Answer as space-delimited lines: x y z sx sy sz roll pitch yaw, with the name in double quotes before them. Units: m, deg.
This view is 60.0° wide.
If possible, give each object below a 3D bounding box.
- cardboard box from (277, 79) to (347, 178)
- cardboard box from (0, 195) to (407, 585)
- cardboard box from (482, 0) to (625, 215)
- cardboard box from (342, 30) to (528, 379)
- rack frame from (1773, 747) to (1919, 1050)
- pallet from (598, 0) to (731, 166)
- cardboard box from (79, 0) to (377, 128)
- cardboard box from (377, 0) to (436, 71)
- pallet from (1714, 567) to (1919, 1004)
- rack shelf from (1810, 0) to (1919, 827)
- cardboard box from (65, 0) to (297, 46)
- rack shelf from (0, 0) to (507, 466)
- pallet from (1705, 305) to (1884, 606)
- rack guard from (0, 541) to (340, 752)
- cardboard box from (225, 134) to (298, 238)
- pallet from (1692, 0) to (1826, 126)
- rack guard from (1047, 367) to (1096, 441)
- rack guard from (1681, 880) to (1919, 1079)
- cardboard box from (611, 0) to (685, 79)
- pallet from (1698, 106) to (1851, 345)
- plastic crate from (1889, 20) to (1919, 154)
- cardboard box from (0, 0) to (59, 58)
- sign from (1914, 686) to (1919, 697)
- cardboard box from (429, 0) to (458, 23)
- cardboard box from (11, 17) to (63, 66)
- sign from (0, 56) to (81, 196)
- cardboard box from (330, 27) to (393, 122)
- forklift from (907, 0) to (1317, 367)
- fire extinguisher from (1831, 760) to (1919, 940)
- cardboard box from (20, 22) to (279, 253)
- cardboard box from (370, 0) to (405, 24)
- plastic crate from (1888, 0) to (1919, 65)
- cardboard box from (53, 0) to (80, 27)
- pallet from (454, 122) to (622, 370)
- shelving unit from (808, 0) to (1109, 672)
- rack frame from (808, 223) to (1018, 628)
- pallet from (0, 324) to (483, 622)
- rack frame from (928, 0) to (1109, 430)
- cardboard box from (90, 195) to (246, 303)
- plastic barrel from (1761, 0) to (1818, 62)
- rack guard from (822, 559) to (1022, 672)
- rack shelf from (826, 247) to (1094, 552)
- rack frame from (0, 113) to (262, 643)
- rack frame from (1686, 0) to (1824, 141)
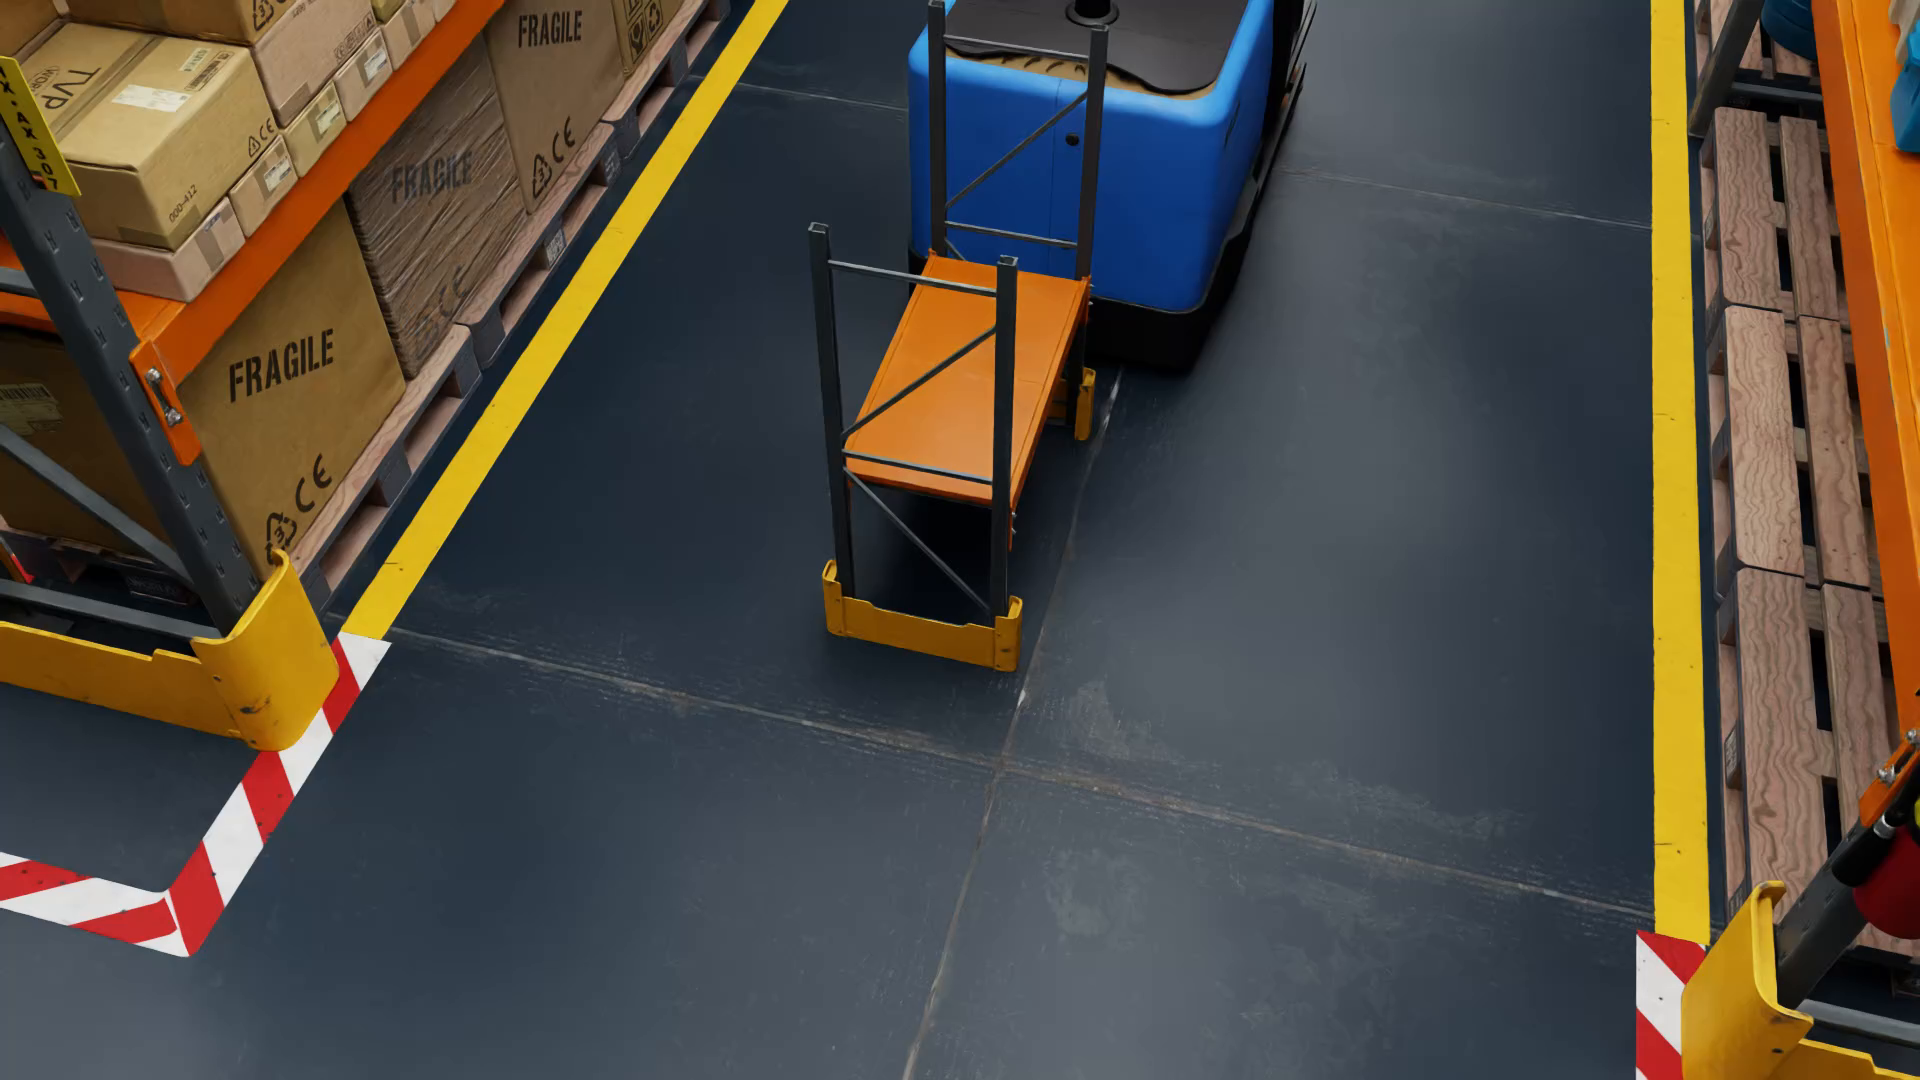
"cardboard box" -1.870 -1.116 4.402 0.380 0.149 0.250 11 49 9
"cardboard box" -2.324 -0.551 4.872 0.875 0.875 0.875 12 50 10
"cardboard box" -1.850 -1.853 6.021 0.875 0.875 0.875 12 50 10
"cardboard box" -2.084 -1.209 5.453 0.875 0.875 0.875 12 50 10
"rack frame" 2.363 0.341 2.948 1.000 3.000 0.127 12 50 10
"pallet" -1.638 -2.072 6.938 1.003 0.211 1.213 12 50 10
"cardboard box" -1.898 -1.356 4.348 0.500 0.250 0.500 11 49 10
"cardboard box" -1.735 -1.488 4.730 0.380 0.149 0.250 11 49 9
"pallet" 2.618 0.675 4.513 1.003 0.211 1.213 12 50 10
"rack shelf" 2.890 -0.867 4.495 1.077 0.370 4.000 12 50 10
"cardboard box" -1.897 -1.588 4.053 0.500 0.500 0.500 10 49 9
"rack shelf" -1.889 -1.845 5.357 1.077 0.370 4.000 12 50 10
"pallet" 2.941 -0.204 5.290 1.003 0.211 1.213 12 50 10
"rack guard" -2.421 0.209 4.733 1.175 0.500 0.348 12 50 10
"cardboard box" -1.937 -0.930 4.238 0.380 0.149 0.250 11 49 9
"pallet" 3.659 -2.179 7.032 1.003 0.211 1.213 12 50 10
"rack guard" 0.151 -0.498 5.523 0.587 0.250 0.087 12 50 10
"rack guard" 2.369 1.188 3.868 1.175 0.500 0.348 12 50 10
"cardboard box" -1.613 -2.504 6.596 0.875 0.875 0.875 12 50 10
"pallet" 3.260 -1.090 6.071 1.003 0.211 1.213 12 50 10
"plastic crate" 2.656 -1.159 4.344 0.416 0.233 0.300 12 50 10
"cardboard box" -2.540 -1.337 3.831 0.500 0.500 0.500 12 50 10
"sign" 1.828 0.191 2.972 0.100 0.325 0.005 12 50 10
"cardboard box" -1.667 -1.675 4.895 0.380 0.149 0.250 11 50 10
"cardboard box" -2.544 -1.088 4.111 0.500 0.250 0.500 11 49 9
"sign" -1.881 -0.835 3.356 0.100 0.325 0.005 12 50 10
"cardboard box" -1.803 -1.304 4.568 0.380 0.149 0.250 11 49 9
"forklift" 0.772 -2.692 5.671 1.130 2.935 3.031 14 50 12
"fire extinguisher" 1.885 0.510 3.100 0.296 0.674 0.183 12 50 10
"cardboard box" -2.028 -0.979 4.015 0.500 0.250 0.500 10 49 9
"cardboard box" -1.762 -1.719 4.668 0.500 0.250 0.500 10 49 9
"plastic crate" 2.836 -1.464 4.581 0.437 0.282 0.530 12 50 10
"cardboard box" -2.409 -1.454 4.435 0.500 0.250 0.500 11 49 9
"pallet" -1.957 -1.187 6.157 1.003 0.211 1.213 12 50 10
"shelving unit" 0.020 -0.551 4.736 0.587 1.500 1.083 12 50 10
"rack frame" -0.111 -0.190 4.418 0.500 1.500 0.032 12 50 10
"pallet" -2.280 -0.307 5.380 1.003 0.211 1.213 12 50 10
"rack frame" 0.156 -0.926 5.067 0.500 1.500 0.032 12 50 10
"cardboard box" -2.003 -0.745 4.074 0.380 0.149 0.250 12 50 10
"plastic barrel" 3.576 -2.387 6.475 0.600 0.901 0.708 12 50 10
"rack guard" -0.111 0.222 4.887 0.587 0.250 0.087 12 50 10
"rack shelf" 0.022 -0.439 4.877 0.538 0.185 1.000 12 50 10
"rack frame" -2.415 -0.636 3.811 1.000 3.000 0.127 12 50 10
"rack frame" 3.416 -2.552 5.502 1.000 3.000 0.127 12 50 10
